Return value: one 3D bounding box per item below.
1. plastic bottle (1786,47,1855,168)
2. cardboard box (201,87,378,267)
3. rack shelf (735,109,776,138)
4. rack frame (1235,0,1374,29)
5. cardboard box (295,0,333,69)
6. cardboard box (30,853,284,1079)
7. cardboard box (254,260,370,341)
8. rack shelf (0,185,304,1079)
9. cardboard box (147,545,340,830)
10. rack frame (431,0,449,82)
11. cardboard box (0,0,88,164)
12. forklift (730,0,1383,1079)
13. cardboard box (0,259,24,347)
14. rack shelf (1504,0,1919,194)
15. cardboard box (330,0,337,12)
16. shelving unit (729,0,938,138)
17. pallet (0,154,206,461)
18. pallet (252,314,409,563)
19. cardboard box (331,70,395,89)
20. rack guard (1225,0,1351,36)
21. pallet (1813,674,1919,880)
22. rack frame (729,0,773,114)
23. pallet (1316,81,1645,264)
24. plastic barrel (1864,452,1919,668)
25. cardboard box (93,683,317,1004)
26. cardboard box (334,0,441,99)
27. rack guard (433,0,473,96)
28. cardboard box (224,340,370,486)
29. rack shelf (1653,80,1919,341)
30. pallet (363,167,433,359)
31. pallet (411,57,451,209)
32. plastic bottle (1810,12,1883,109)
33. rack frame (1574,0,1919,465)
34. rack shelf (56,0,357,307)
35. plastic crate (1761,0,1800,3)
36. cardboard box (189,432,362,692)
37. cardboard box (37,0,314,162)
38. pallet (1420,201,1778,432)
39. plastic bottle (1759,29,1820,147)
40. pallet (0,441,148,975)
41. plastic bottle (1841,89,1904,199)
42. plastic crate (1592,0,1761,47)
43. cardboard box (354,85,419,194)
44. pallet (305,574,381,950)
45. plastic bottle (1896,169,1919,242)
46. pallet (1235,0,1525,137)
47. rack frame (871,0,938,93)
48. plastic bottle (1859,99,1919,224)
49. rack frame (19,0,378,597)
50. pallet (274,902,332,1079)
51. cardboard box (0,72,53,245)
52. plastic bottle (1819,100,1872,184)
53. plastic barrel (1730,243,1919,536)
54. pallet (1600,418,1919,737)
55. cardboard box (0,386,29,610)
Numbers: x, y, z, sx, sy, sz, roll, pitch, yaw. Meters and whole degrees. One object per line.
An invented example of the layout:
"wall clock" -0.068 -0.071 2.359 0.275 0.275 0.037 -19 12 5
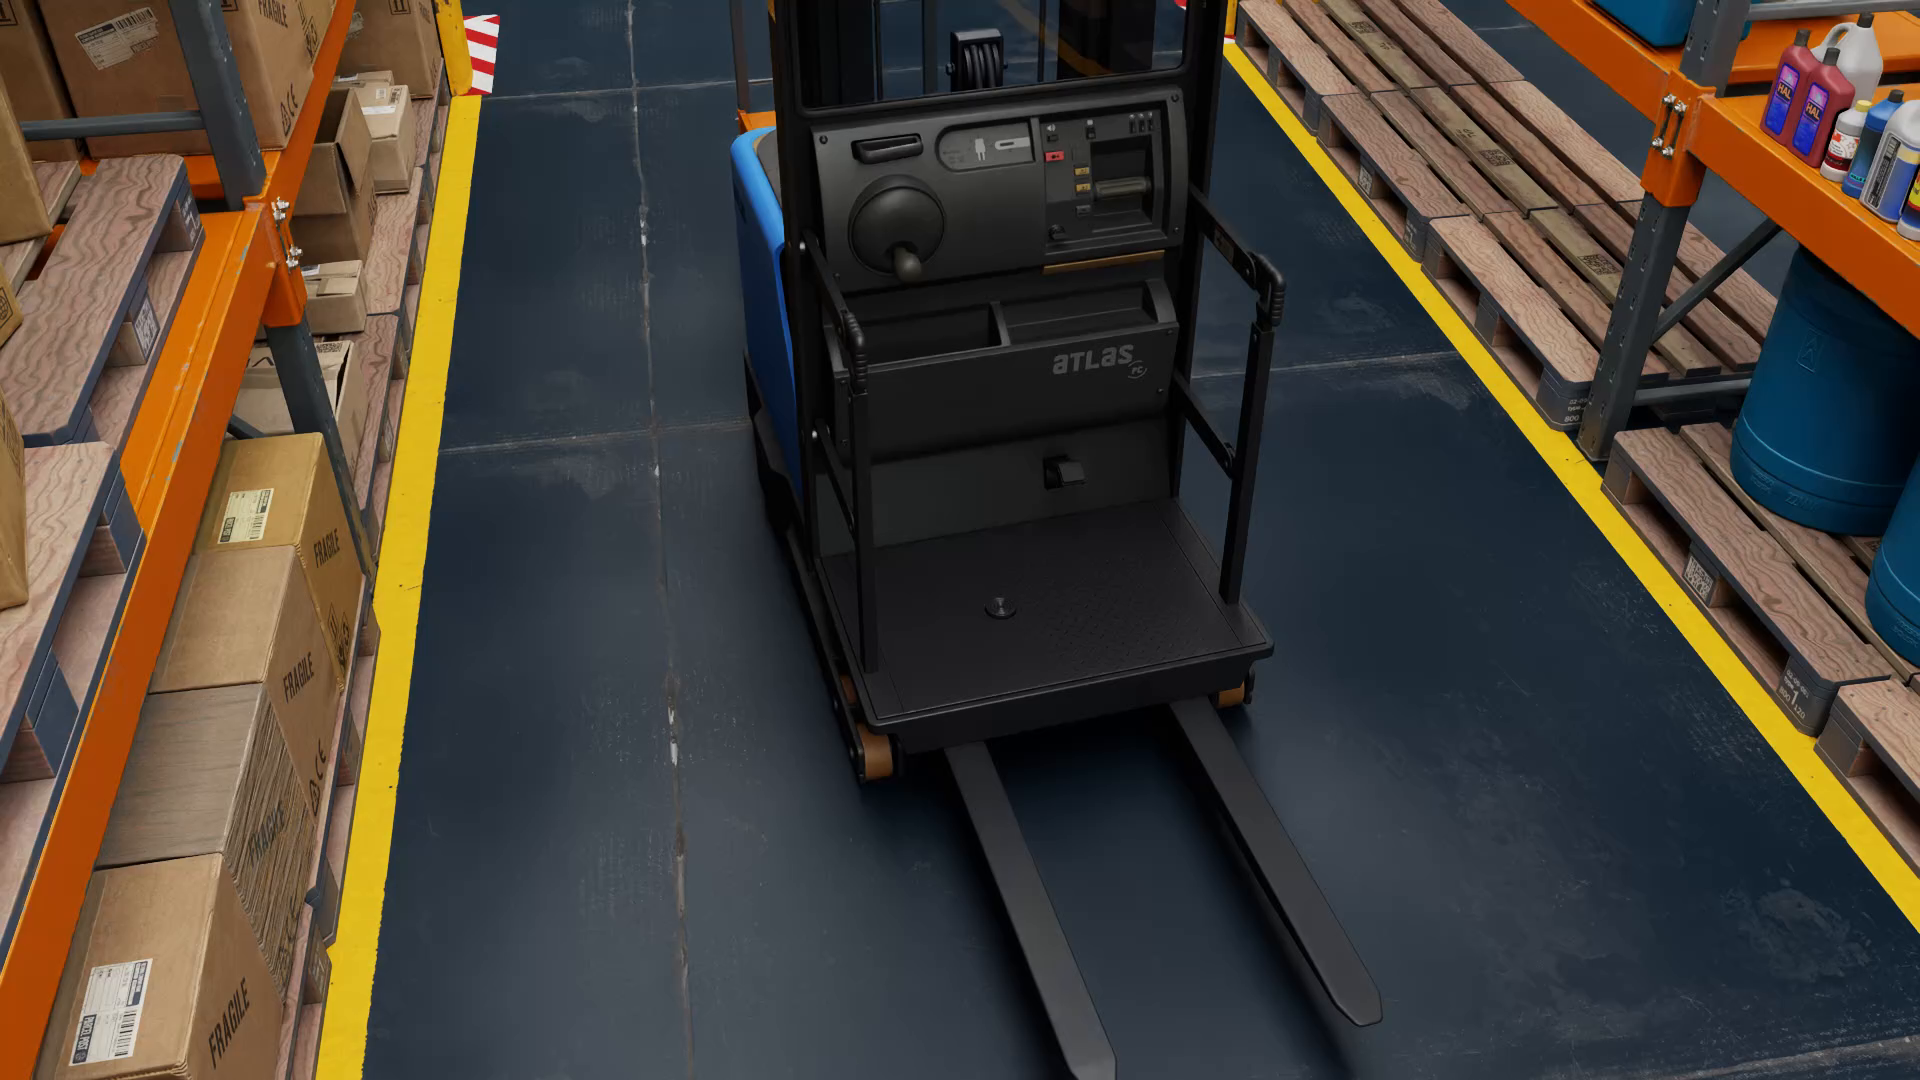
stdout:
"plastic bottle" 2.267 -1.135 4.361 0.061 0.283 0.133 -6 38 -8
"cardboard box" -2.612 -1.320 6.181 0.797 0.503 0.637 -6 38 -8
"rack shelf" -0.455 -1.297 5.990 0.538 0.185 1.000 -10 39 -12
"rack frame" 1.898 -3.945 7.883 1.000 3.000 0.127 -6 38 -8
"cardboard box" -2.192 -1.684 4.891 0.500 0.500 0.500 -6 38 -7
"cardboard box" -1.652 0.992 3.207 0.500 0.500 0.500 -7 38 -9
"cardboard box" -2.300 -0.851 5.852 0.380 0.166 0.250 -6 38 -8
"rack shelf" -1.927 0.494 2.756 1.077 0.370 4.000 -6 38 -8
"cardboard box" -1.831 0.382 3.992 0.500 0.500 0.500 -6 38 -8
"rack frame" -2.979 -3.414 7.200 1.000 3.000 0.127 -6 38 -8
"cardboard box" -2.618 -1.312 4.412 0.500 0.500 0.500 -6 38 -7
"forklift" 0.171 -0.789 3.877 1.130 2.935 3.031 -10 39 -13
"cardboard box" -2.232 -0.485 3.005 0.700 0.500 0.500 -1 38 -1
"rack shelf" 2.249 -2.453 6.549 1.077 0.370 4.000 -6 38 -8
"cardboard box" -2.277 -1.986 5.280 0.500 0.500 0.500 -6 38 -8
"shelving unit" -0.457 -1.444 5.886 0.587 1.500 1.083 -10 39 -12
"pallet" -2.245 -0.428 3.513 1.003 0.211 1.213 -6 38 -8
"pallet" -2.397 -0.312 5.480 1.003 0.211 1.213 -6 38 -8
"cardboard box" -2.659 -1.913 7.218 0.380 0.166 0.250 -6 38 -8
"rack guard" 1.881 -2.971 8.666 1.175 0.500 0.348 -6 38 -8
"pallet" 2.911 0.781 4.072 1.003 0.211 1.213 -6 38 -8
"rack frame" -0.593 -1.739 6.265 0.500 1.500 0.032 -10 39 -12
"pallet" 2.215 -1.606 7.145 1.003 0.211 1.213 -6 38 -8
"plastic barrel" 2.802 -0.108 4.312 0.600 0.901 0.708 -6 38 -8
"cardboard box" -1.743 0.685 3.603 0.500 0.500 0.500 -6 38 -7
"cardboard box" -2.641 -2.299 7.443 0.500 0.500 0.500 -6 38 -8
"rack guard" -2.966 -2.381 7.908 1.175 0.500 0.348 -6 38 -8
"cardboard box" -2.138 -0.387 5.136 0.500 0.311 0.500 -6 38 -8
"rack shelf" 2.950 -0.037 3.439 1.077 0.370 4.000 -6 38 -8
"pallet" -2.615 -1.050 6.430 1.003 0.211 1.213 -6 38 -8
"pallet" -2.825 -1.786 7.377 1.003 0.211 1.213 -6 38 -8
"plastic bottle" 2.349 -1.237 4.438 0.144 0.351 0.185 -6 38 -8
"rack frame" 2.599 -1.529 4.773 1.000 3.000 0.127 -6 38 -8
"rack shelf" -2.628 -1.922 5.866 1.077 0.370 4.000 -6 38 -8
"plastic crate" 2.659 -1.745 5.217 0.396 0.136 0.243 -6 38 -8
"cardboard box" -1.909 0.082 4.378 0.500 0.500 0.500 -6 38 -8
"cardboard box" -2.099 -1.375 4.493 0.500 0.500 0.500 -5 38 -7
"pallet" 2.432 -0.868 6.195 1.003 0.211 1.213 -6 38 -8
"plastic bottle" 2.244 -1.215 4.465 0.061 0.283 0.133 -6 38 -8
"pallet" -1.922 0.319 2.550 1.003 0.211 1.213 -6 38 -8
"plastic bottle" 2.322 -1.004 4.202 0.097 0.271 0.097 0 38 0
"plastic crate" 2.182 -1.791 5.075 0.392 0.384 0.575 -6 38 -8
"cardboard box" -2.504 -1.623 6.777 0.500 0.250 0.500 -6 38 -8
"pallet" -2.098 0.590 4.318 1.003 0.211 1.213 -6 38 -8
"plastic bottle" 2.363 -0.863 4.021 0.097 0.271 0.097 0 38 0
"pallet" 2.005 -2.341 8.092 1.003 0.211 1.213 -6 38 -8
"rack frame" -0.316 -1.138 5.493 0.500 1.500 0.032 -10 39 -12
"plastic bottle" 2.370 -0.938 4.114 0.152 0.276 0.135 -6 38 -8
"rack frame" -2.278 -0.998 4.090 1.000 3.000 0.127 -6 38 -8
"pallet" -1.881 1.329 3.368 1.003 0.211 1.213 -6 38 -8
"cardboard box" -2.415 -0.893 3.531 0.700 0.500 0.500 -19 42 -23
"plastic bottle" 2.305 -1.035 4.299 0.097 0.201 0.097 0 38 0
"plastic barrel" 2.678 -0.536 4.862 0.600 0.901 0.708 -6 38 -8
"pallet" 2.694 0.043 5.023 1.003 0.211 1.213 -6 38 -8
"cardboard box" -1.907 -0.143 2.565 0.700 0.500 0.500 -16 41 -19
